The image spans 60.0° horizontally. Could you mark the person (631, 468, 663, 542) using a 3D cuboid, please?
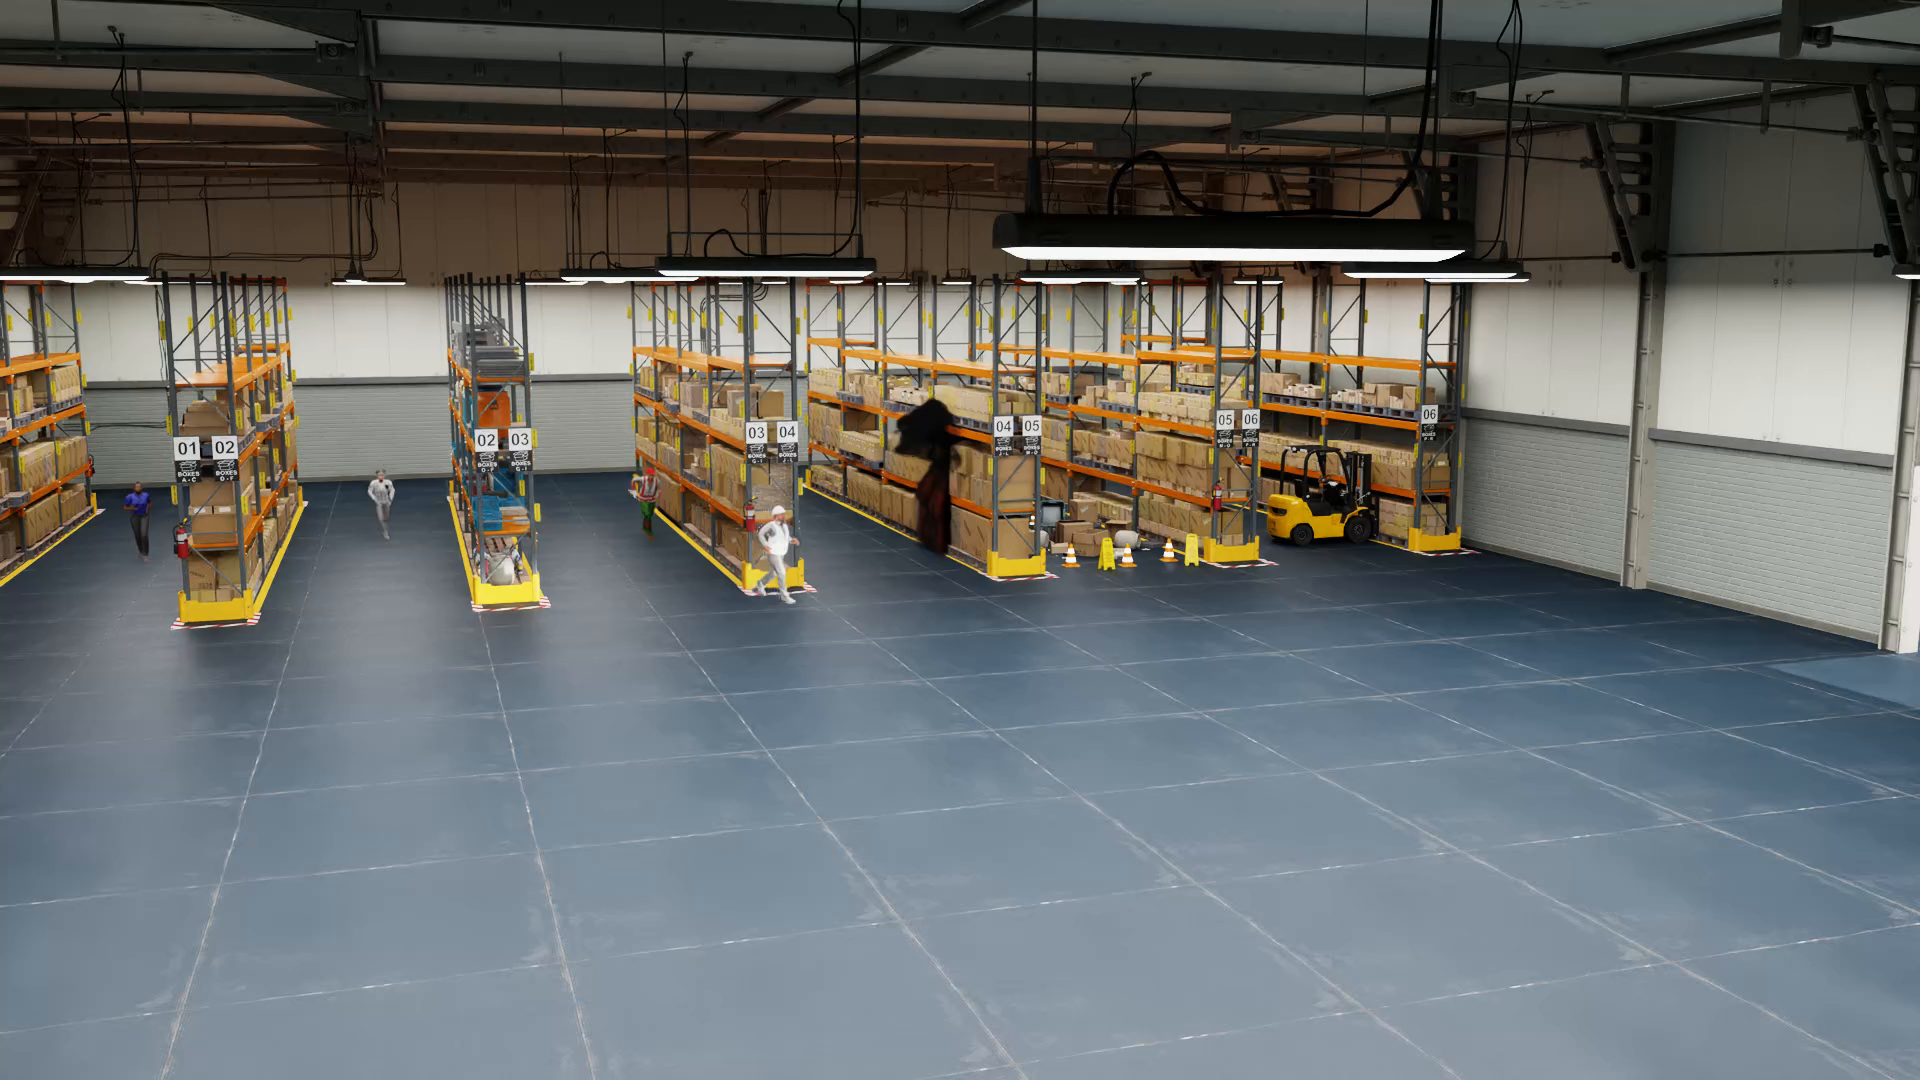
[{"bbox_3d":[-7.186,-0.834,38.176,0.706,1.731,1.053,-4,9,-23],"label":"person"}]

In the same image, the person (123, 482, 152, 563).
[{"bbox_3d":[-17.385,-0.384,35.194,0.556,1.706,0.816,-4,10,-26],"label":"person"}]

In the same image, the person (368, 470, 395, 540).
[{"bbox_3d":[-13.353,-0.848,38.412,0.593,1.632,0.758,-3,9,-18],"label":"person"}]

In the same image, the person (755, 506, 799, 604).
[{"bbox_3d":[-3.413,0.250,30.575,0.960,1.784,0.628,4,10,27],"label":"person"}]
